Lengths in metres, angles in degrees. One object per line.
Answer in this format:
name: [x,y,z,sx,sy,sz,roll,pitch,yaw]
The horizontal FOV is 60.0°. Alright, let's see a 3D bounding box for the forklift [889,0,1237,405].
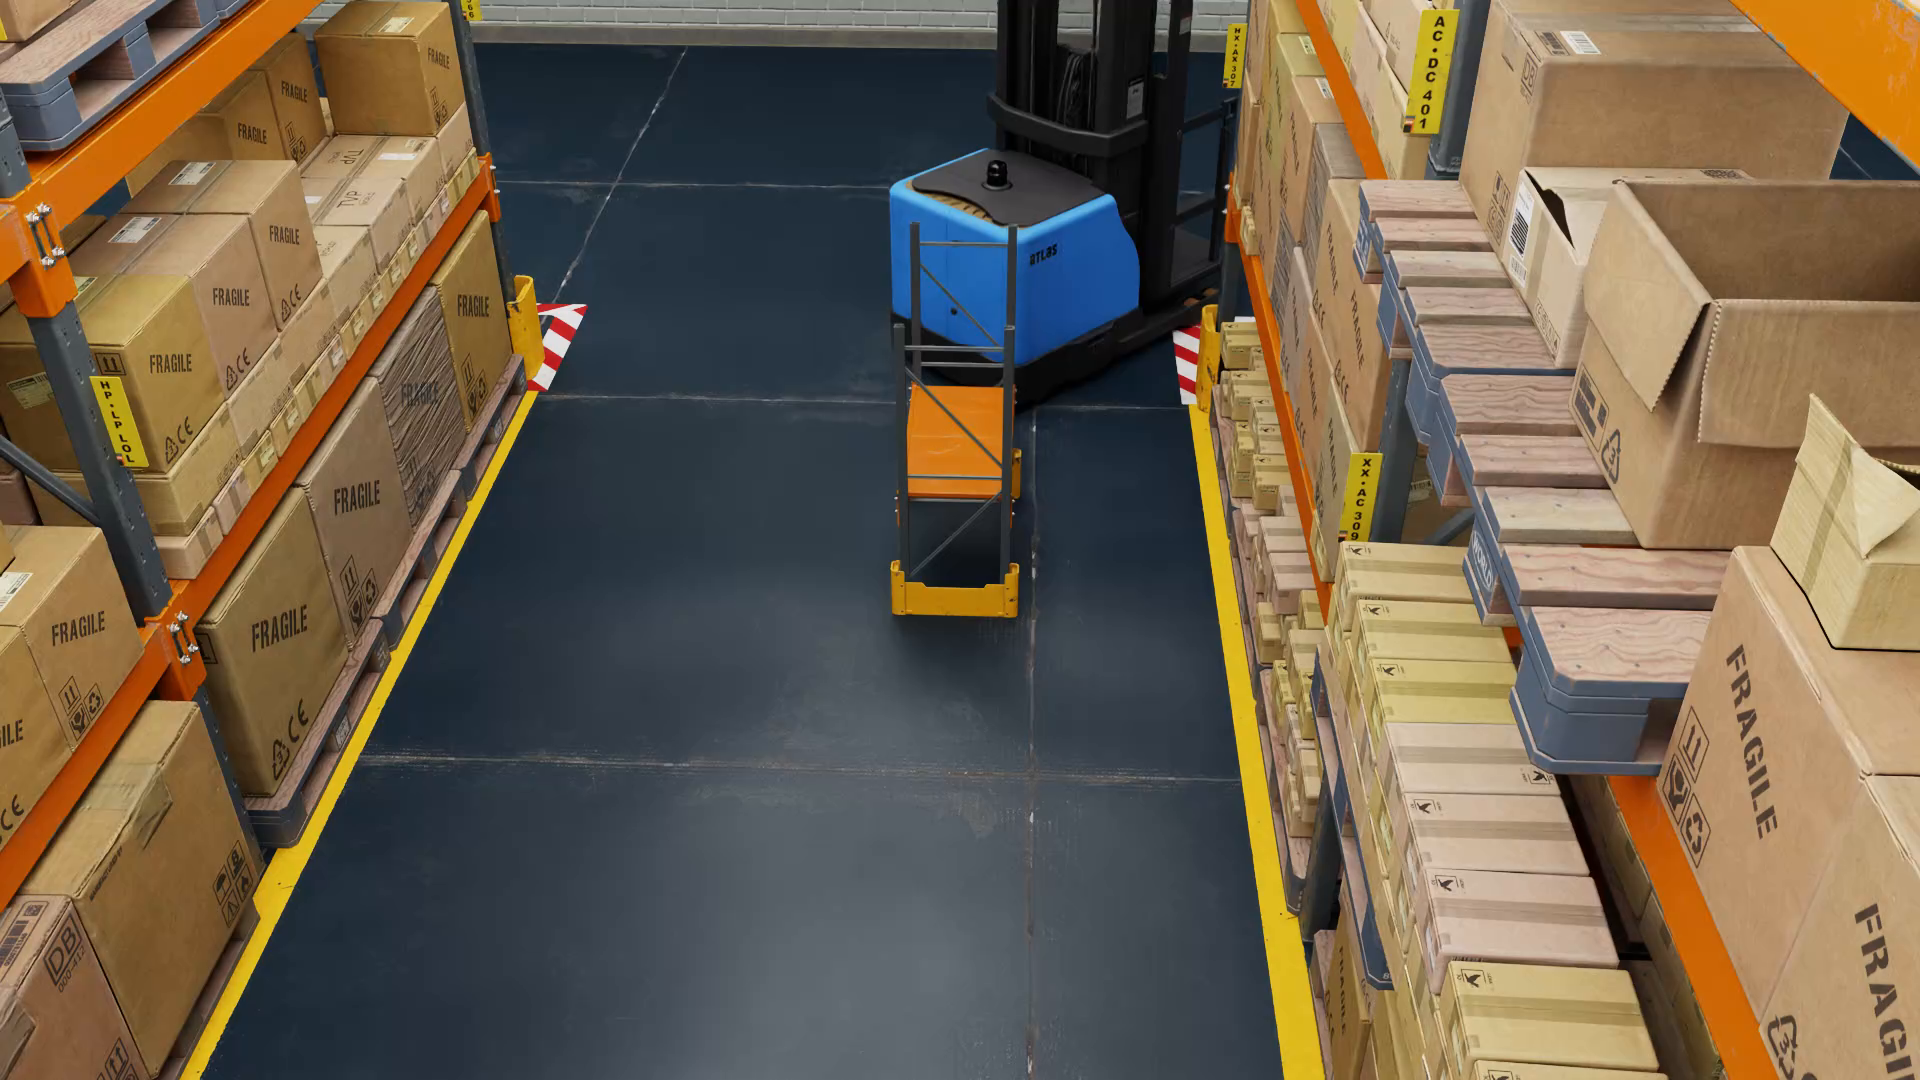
forklift: [0.994,-2.687,9.524,3.031,2.935,1.130,-30,45,-35]

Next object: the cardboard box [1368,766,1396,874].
cardboard box: [1.260,0.709,4.227,0.380,0.149,0.250,0,35,0]

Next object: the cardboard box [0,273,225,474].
cardboard box: [-2.914,-0.572,5.674,0.500,0.500,0.500,1,35,2]

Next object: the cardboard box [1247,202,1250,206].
cardboard box: [1.615,-1.632,8.182,0.380,0.149,0.250,3,35,4]

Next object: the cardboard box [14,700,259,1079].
cardboard box: [-3.194,1.130,5.516,1.225,0.875,0.875,1,35,2]

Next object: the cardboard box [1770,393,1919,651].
cardboard box: [1.391,-0.024,2.314,0.396,0.266,0.258,1,35,2]

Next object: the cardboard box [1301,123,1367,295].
cardboard box: [1.562,-1.202,6.136,0.500,0.500,0.500,2,35,3]

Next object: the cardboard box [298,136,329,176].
cardboard box: [-3.331,-1.725,7.968,0.500,0.250,0.500,1,35,1]

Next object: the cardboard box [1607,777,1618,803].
cardboard box: [1.923,0.574,4.420,0.380,0.149,0.250,3,35,4]

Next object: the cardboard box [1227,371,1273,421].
cardboard box: [1.535,-0.714,8.253,0.380,0.149,0.250,1,35,2]

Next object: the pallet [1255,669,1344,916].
pallet: [1.755,0.991,6.656,1.003,0.211,1.213,1,35,2]

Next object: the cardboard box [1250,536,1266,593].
cardboard box: [1.535,0.116,7.590,0.380,0.149,0.250,1,35,2]

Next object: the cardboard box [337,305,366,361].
cardboard box: [-2.783,-0.890,7.127,0.380,0.149,0.250,0,35,1]

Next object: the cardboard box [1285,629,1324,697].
cardboard box: [1.491,0.487,6.545,0.380,0.149,0.250,1,35,1]

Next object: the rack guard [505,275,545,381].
rack guard: [-3.027,-1.225,9.558,1.175,0.500,0.348,1,35,2]

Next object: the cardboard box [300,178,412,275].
cardboard box: [-2.823,-1.425,7.541,0.500,0.250,0.500,0,35,0]

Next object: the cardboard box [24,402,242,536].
cardboard box: [-2.908,-0.260,5.882,0.500,0.250,0.500,1,35,1]

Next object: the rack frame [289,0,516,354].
rack frame: [-3.028,-2.233,8.819,1.000,3.000,0.127,1,35,2]

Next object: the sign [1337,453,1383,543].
sign: [1.221,-0.125,5.066,0.100,0.325,0.005,1,35,2]

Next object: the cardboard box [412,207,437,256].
cardboard box: [-2.744,-1.481,7.967,0.380,0.149,0.250,2,35,3]

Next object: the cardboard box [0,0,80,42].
cardboard box: [-3.217,-1.867,5.150,0.700,0.500,0.500,-1,35,-1]

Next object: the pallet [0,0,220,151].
pallet: [-3.145,-1.596,5.381,1.003,0.211,1.213,1,35,2]

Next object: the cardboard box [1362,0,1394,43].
cardboard box: [1.561,-1.703,5.151,0.500,0.250,0.500,0,35,0]

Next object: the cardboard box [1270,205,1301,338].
cardboard box: [1.588,-1.090,6.846,0.500,0.500,0.500,0,35,1]

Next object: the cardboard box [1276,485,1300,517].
cardboard box: [1.616,-0.113,7.399,0.380,0.149,0.250,1,35,2]

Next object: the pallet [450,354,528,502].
pallet: [-2.982,-0.631,8.965,1.003,0.211,1.213,1,35,2]

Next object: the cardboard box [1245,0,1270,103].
cardboard box: [1.641,-2.381,7.814,0.500,0.500,0.500,1,35,2]

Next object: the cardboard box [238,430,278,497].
cardboard box: [-2.824,-0.297,6.283,0.380,0.149,0.250,2,35,3]

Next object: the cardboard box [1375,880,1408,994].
cardboard box: [1.248,0.977,4.104,0.380,0.149,0.250,0,35,0]

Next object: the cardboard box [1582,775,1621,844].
cardboard box: [1.924,0.693,4.508,0.380,0.149,0.250,1,35,2]

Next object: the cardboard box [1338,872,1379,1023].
cardboard box: [1.470,1.200,5.091,0.500,0.250,0.500,0,35,0]

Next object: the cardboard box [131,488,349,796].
cardboard box: [-3.082,0.385,6.576,0.875,0.875,0.875,1,35,2]

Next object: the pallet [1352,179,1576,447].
pallet: [1.632,-0.561,3.994,1.213,0.211,1.003,1,35,2]

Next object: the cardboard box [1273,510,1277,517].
cardboard box: [1.654,-0.138,7.693,0.380,0.149,0.250,3,35,4]

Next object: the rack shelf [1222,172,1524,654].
rack shelf: [1.844,-0.617,7.145,1.077,0.370,4.000,1,35,2]

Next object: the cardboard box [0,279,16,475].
cardboard box: [-3.437,-0.573,5.676,0.500,0.500,0.500,2,35,3]

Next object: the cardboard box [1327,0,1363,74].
cardboard box: [1.565,-1.795,5.717,0.500,0.250,0.500,1,35,1]

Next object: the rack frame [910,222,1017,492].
rack frame: [0.017,-0.857,8.165,0.500,1.500,0.032,1,35,2]

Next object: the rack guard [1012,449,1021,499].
rack guard: [0.017,-0.345,8.523,0.587,0.250,0.087,1,35,2]

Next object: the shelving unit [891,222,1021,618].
shelving unit: [-0.003,-0.570,7.756,0.587,1.500,1.083,1,35,2]

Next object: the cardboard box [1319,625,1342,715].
cardboard box: [1.288,0.384,4.948,0.380,0.149,0.250,0,35,0]

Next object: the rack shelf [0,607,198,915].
rack shelf: [-3.269,1.508,4.121,1.077,0.370,4.000,1,35,2]

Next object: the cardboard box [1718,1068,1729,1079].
cardboard box: [1.886,1.303,3.641,0.380,0.149,0.250,0,35,0]

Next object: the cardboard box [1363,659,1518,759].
cardboard box: [1.270,0.448,4.340,0.380,0.149,0.250,2,35,2]

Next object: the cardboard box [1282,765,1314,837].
cardboard box: [1.439,0.999,6.334,0.380,0.149,0.250,2,35,2]

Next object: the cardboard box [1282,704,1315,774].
cardboard box: [1.457,0.766,6.407,0.380,0.149,0.250,0,35,0]

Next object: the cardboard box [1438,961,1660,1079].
cardboard box: [1.230,1.038,3.500,0.380,0.149,0.250,2,35,3]

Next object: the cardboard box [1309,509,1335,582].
cardboard box: [1.443,0.020,5.831,0.380,0.149,0.250,0,35,1]
